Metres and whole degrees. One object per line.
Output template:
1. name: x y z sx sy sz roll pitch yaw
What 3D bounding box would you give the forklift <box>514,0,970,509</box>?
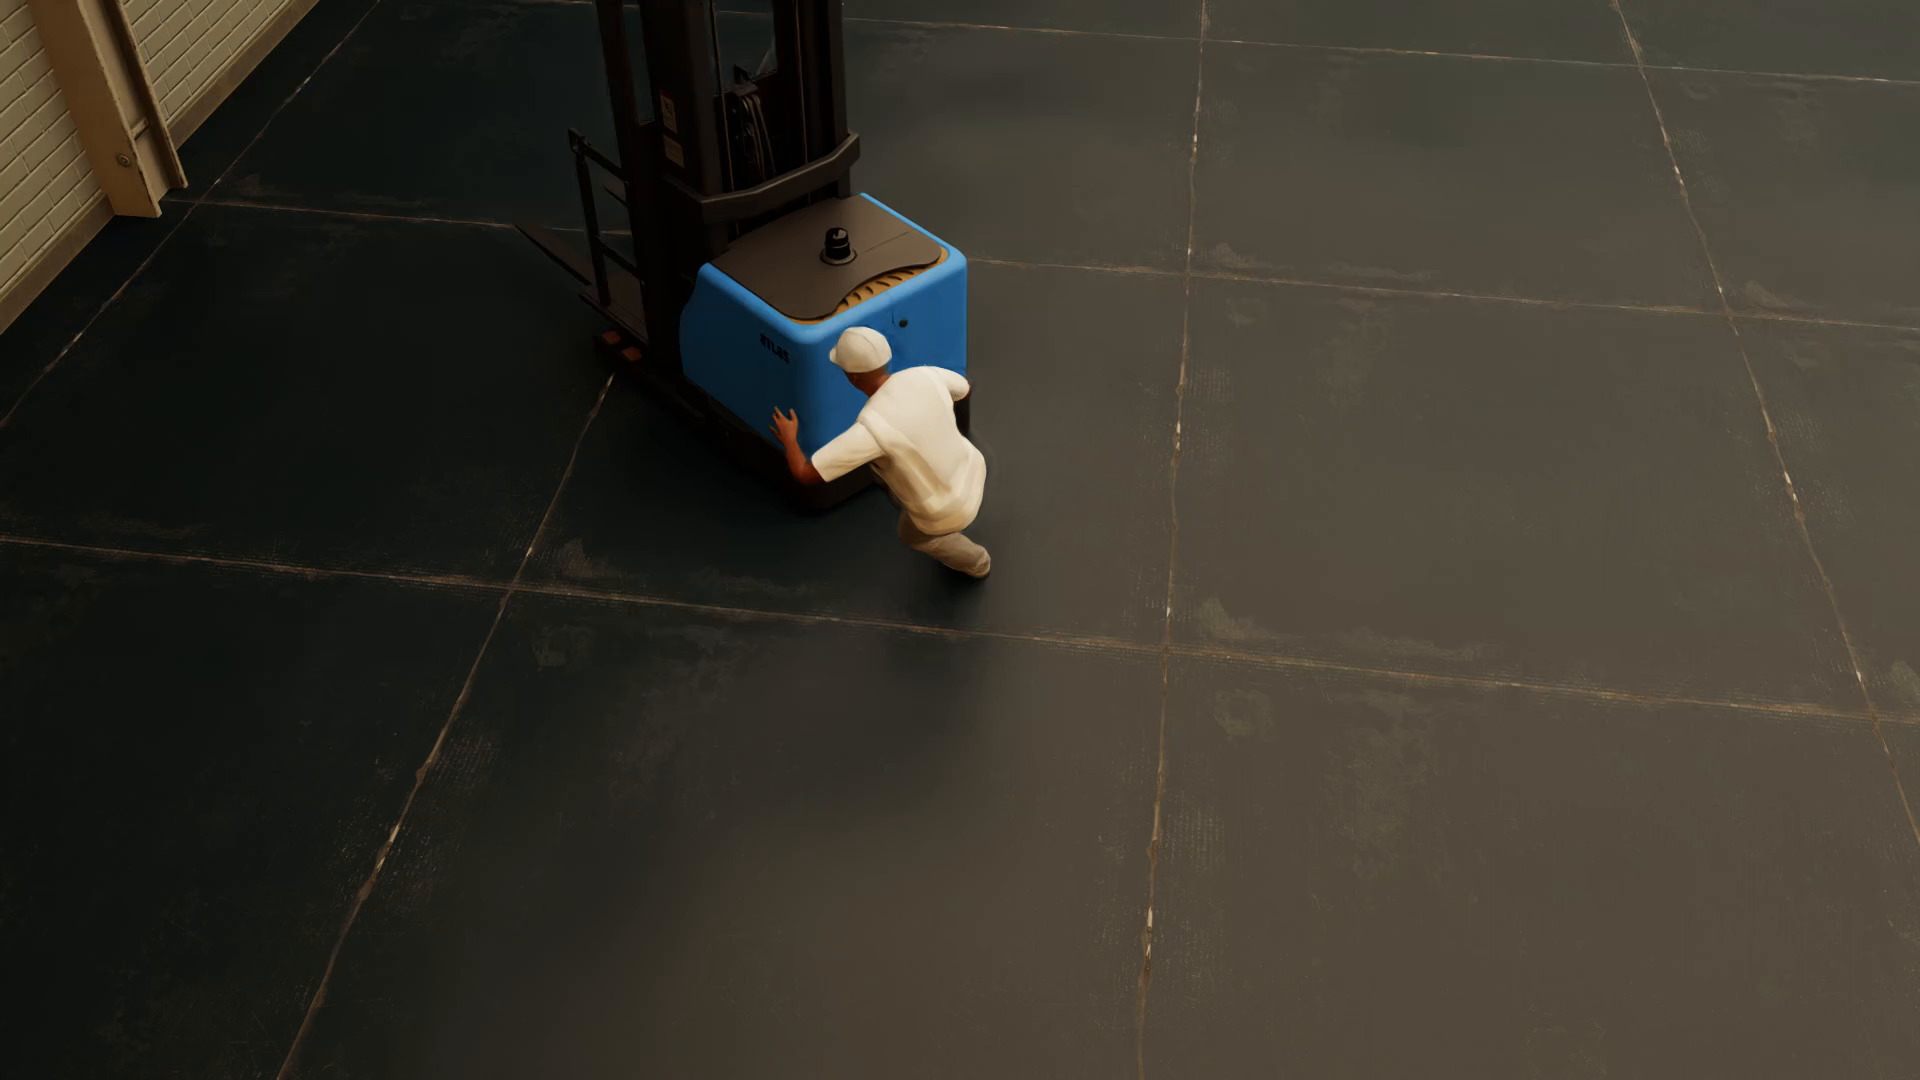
1. forklift: -1.309 -2.141 8.055 1.130 2.935 3.031 -31 51 -29

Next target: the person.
1. person: -0.295 -0.328 7.139 0.907 1.526 1.018 14 45 15
